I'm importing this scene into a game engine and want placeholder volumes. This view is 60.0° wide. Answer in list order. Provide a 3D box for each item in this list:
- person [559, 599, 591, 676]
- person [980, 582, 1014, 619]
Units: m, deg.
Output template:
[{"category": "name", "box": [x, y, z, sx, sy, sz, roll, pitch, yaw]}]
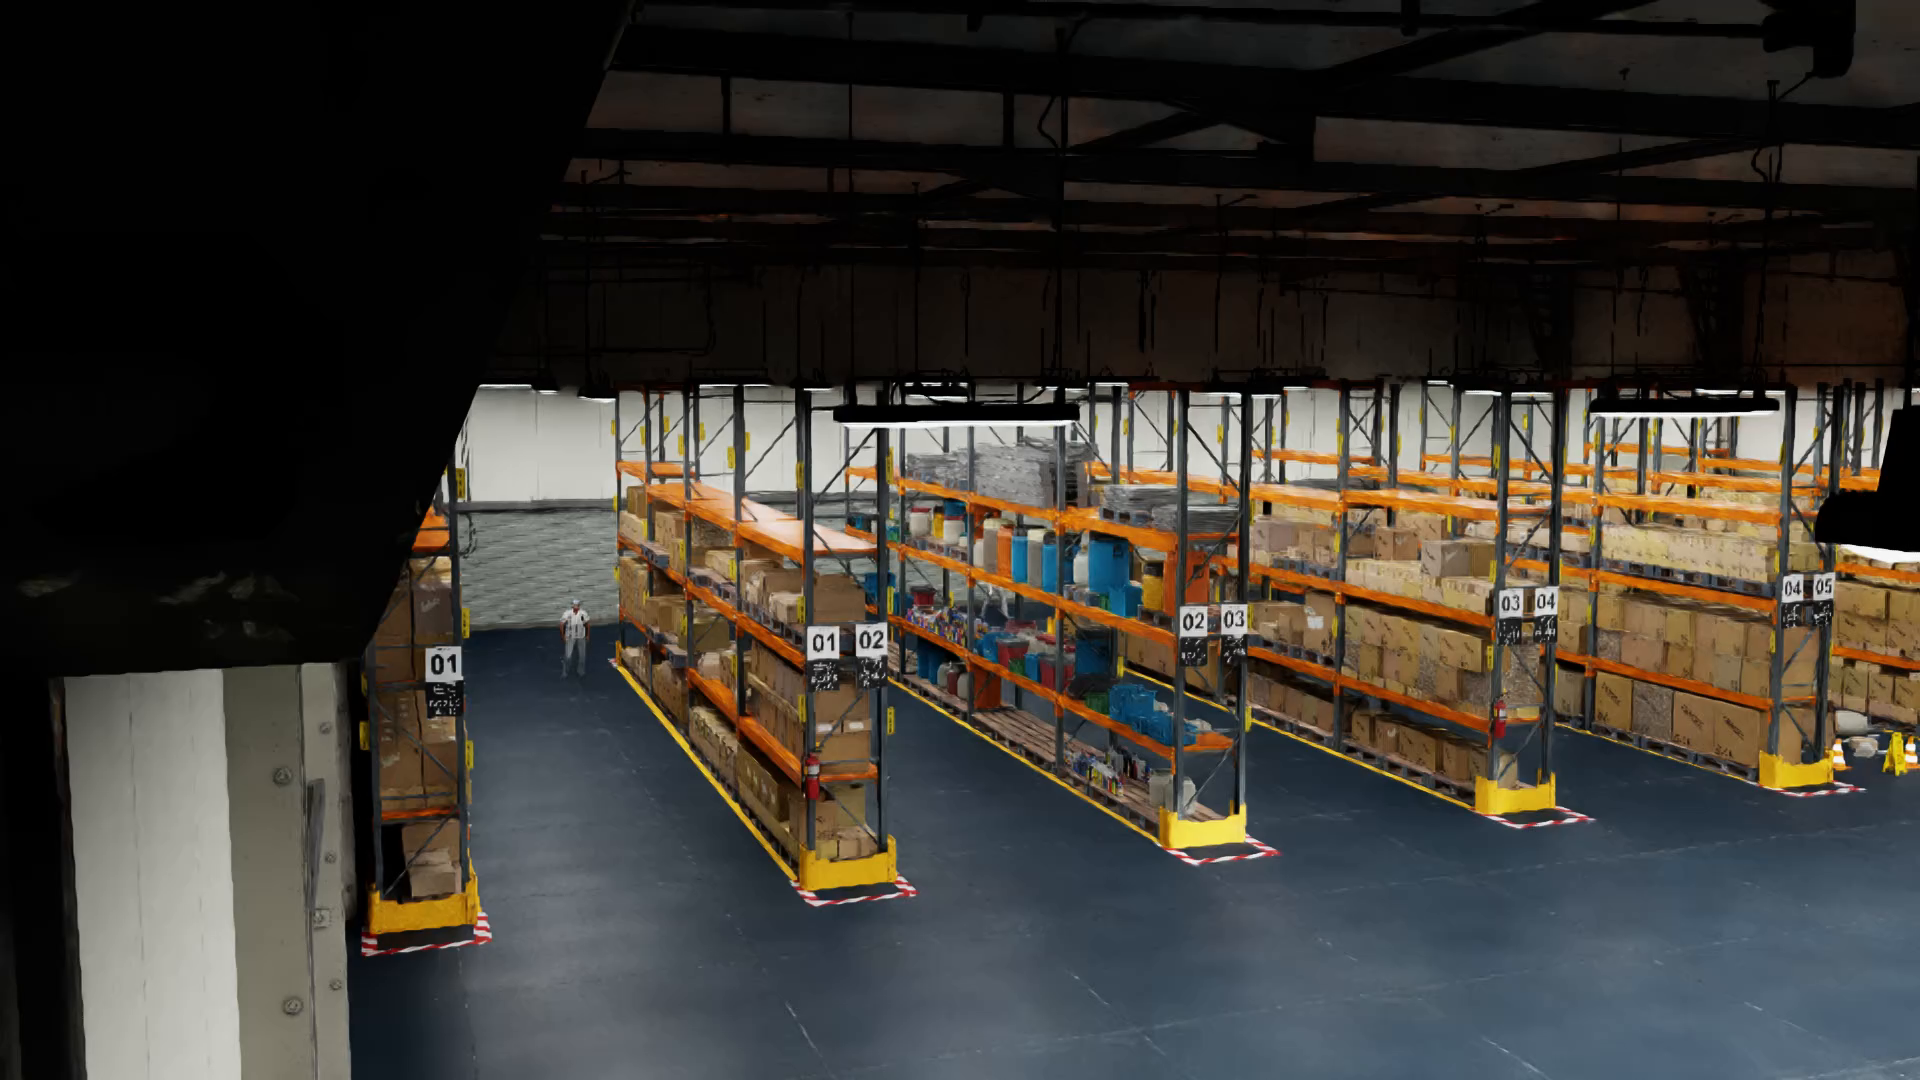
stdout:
[{"category": "person", "box": [-7.804, 1.975, 33.735, 0.625, 1.611, 0.575, -2, 6, -21]}, {"category": "person", "box": [0.889, 1.161, 41.295, 0.530, 1.625, 0.933, -5, 8, -42]}]
